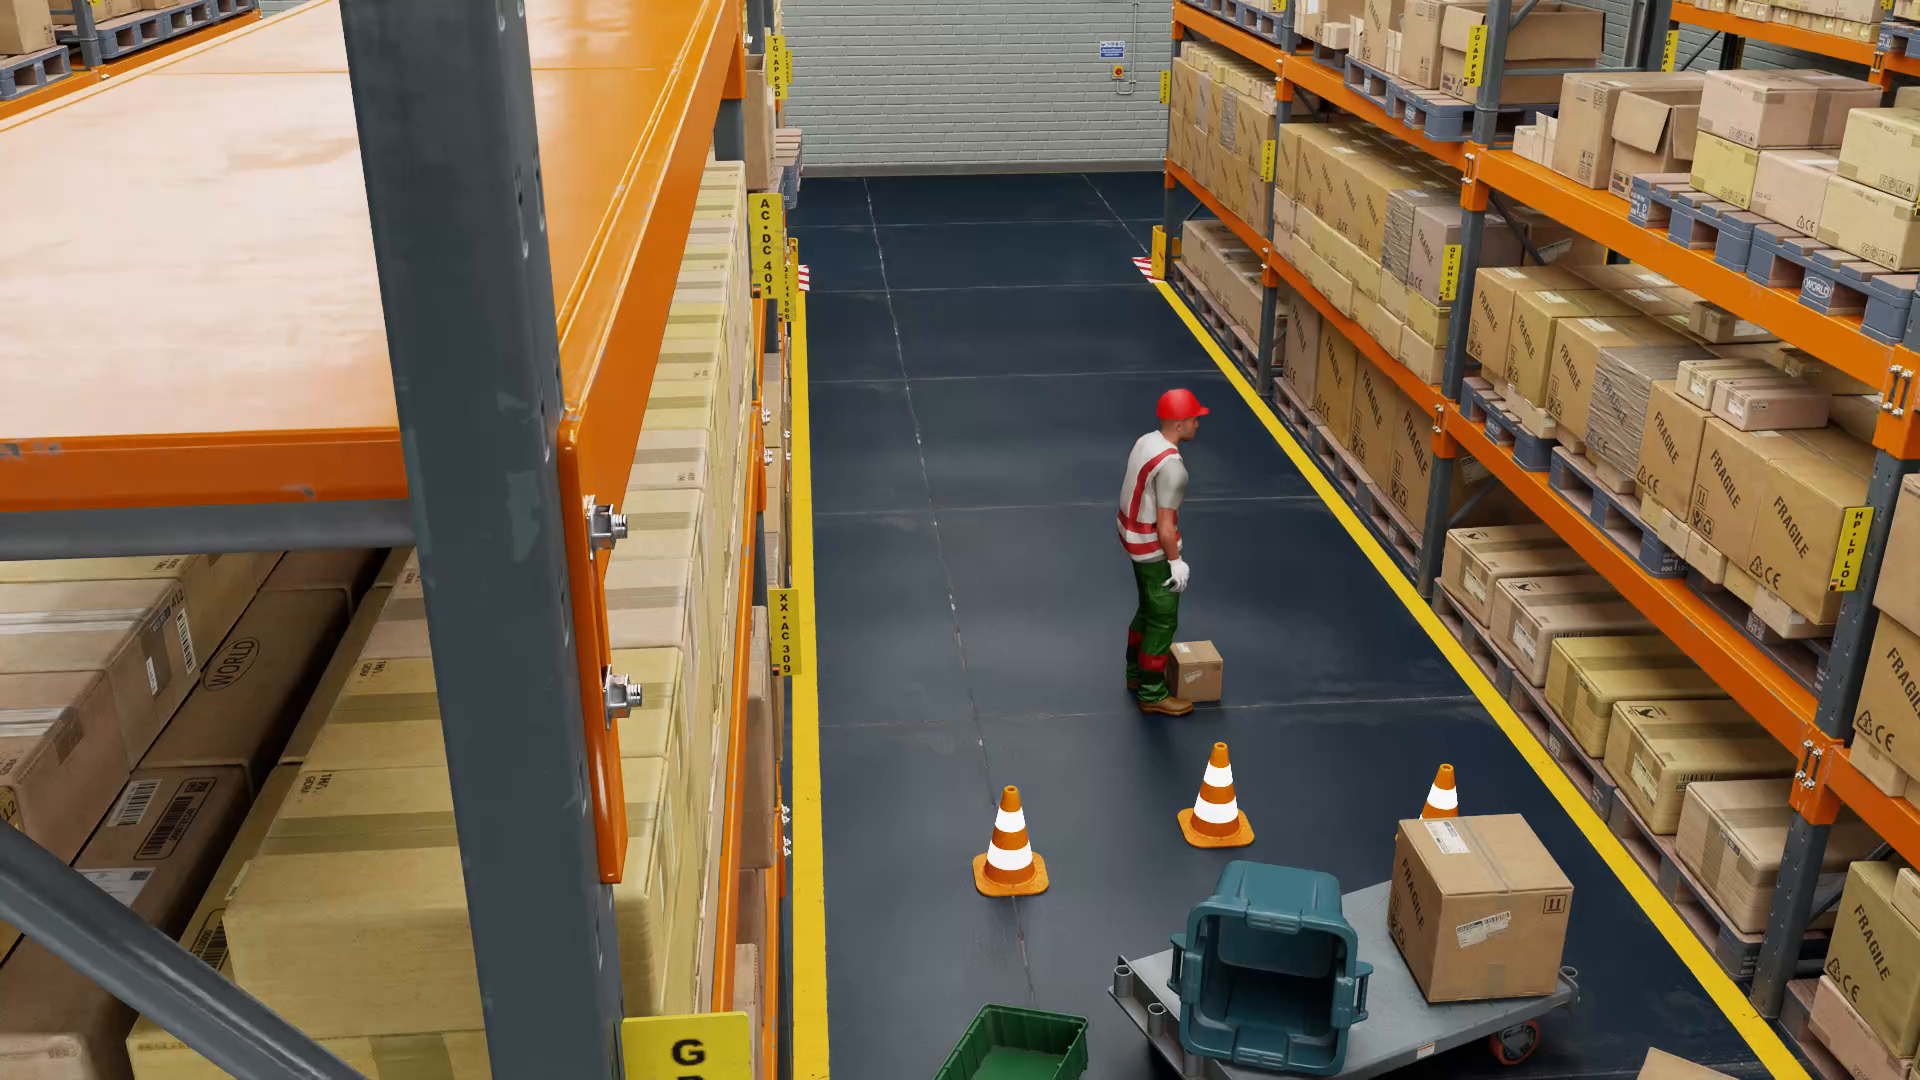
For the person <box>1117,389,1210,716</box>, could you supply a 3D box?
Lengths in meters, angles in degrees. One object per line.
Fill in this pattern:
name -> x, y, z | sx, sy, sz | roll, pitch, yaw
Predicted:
person -> 1.085, 0.046, 8.974 | 0.451, 1.780, 0.623 | -3, 24, -7
